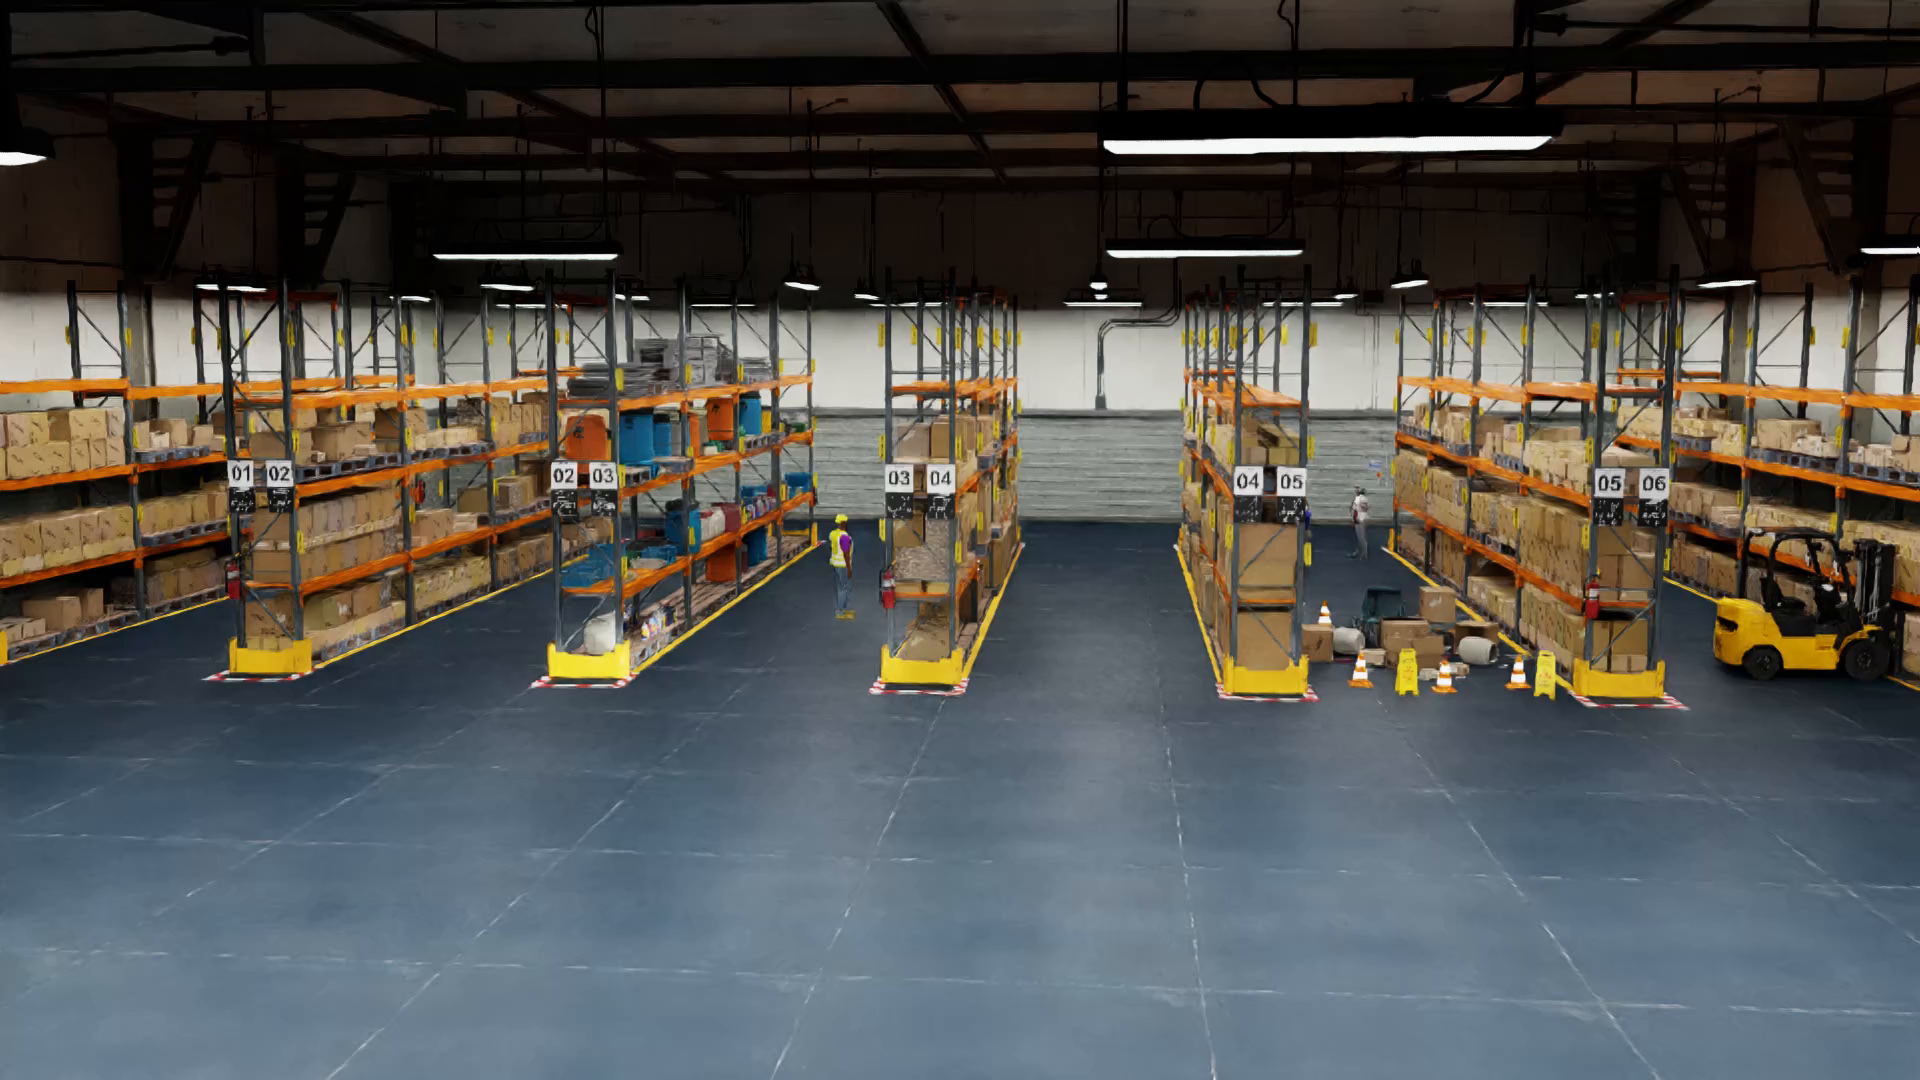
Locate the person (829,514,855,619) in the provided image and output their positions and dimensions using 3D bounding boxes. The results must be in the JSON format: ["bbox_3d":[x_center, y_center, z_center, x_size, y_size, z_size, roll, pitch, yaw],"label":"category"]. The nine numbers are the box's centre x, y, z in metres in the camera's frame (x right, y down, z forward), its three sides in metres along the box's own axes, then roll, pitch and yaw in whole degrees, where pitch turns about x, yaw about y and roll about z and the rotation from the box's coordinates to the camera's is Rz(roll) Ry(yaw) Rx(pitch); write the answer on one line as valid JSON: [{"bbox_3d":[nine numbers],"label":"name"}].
[{"bbox_3d":[-1.954,0.430,28.125,0.448,1.760,0.632,-3,8,-26],"label":"person"}]

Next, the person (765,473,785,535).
[{"bbox_3d":[-4.728,-0.906,41.902,0.638,1.668,0.451,-5,9,-38],"label":"person"}]

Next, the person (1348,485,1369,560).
[{"bbox_3d":[9.028,-0.409,37.674,0.528,1.664,0.575,5,9,35],"label":"person"}]

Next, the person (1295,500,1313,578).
[{"bbox_3d":[7.142,-0.053,34.803,0.467,1.661,0.497,5,8,35],"label":"person"}]
